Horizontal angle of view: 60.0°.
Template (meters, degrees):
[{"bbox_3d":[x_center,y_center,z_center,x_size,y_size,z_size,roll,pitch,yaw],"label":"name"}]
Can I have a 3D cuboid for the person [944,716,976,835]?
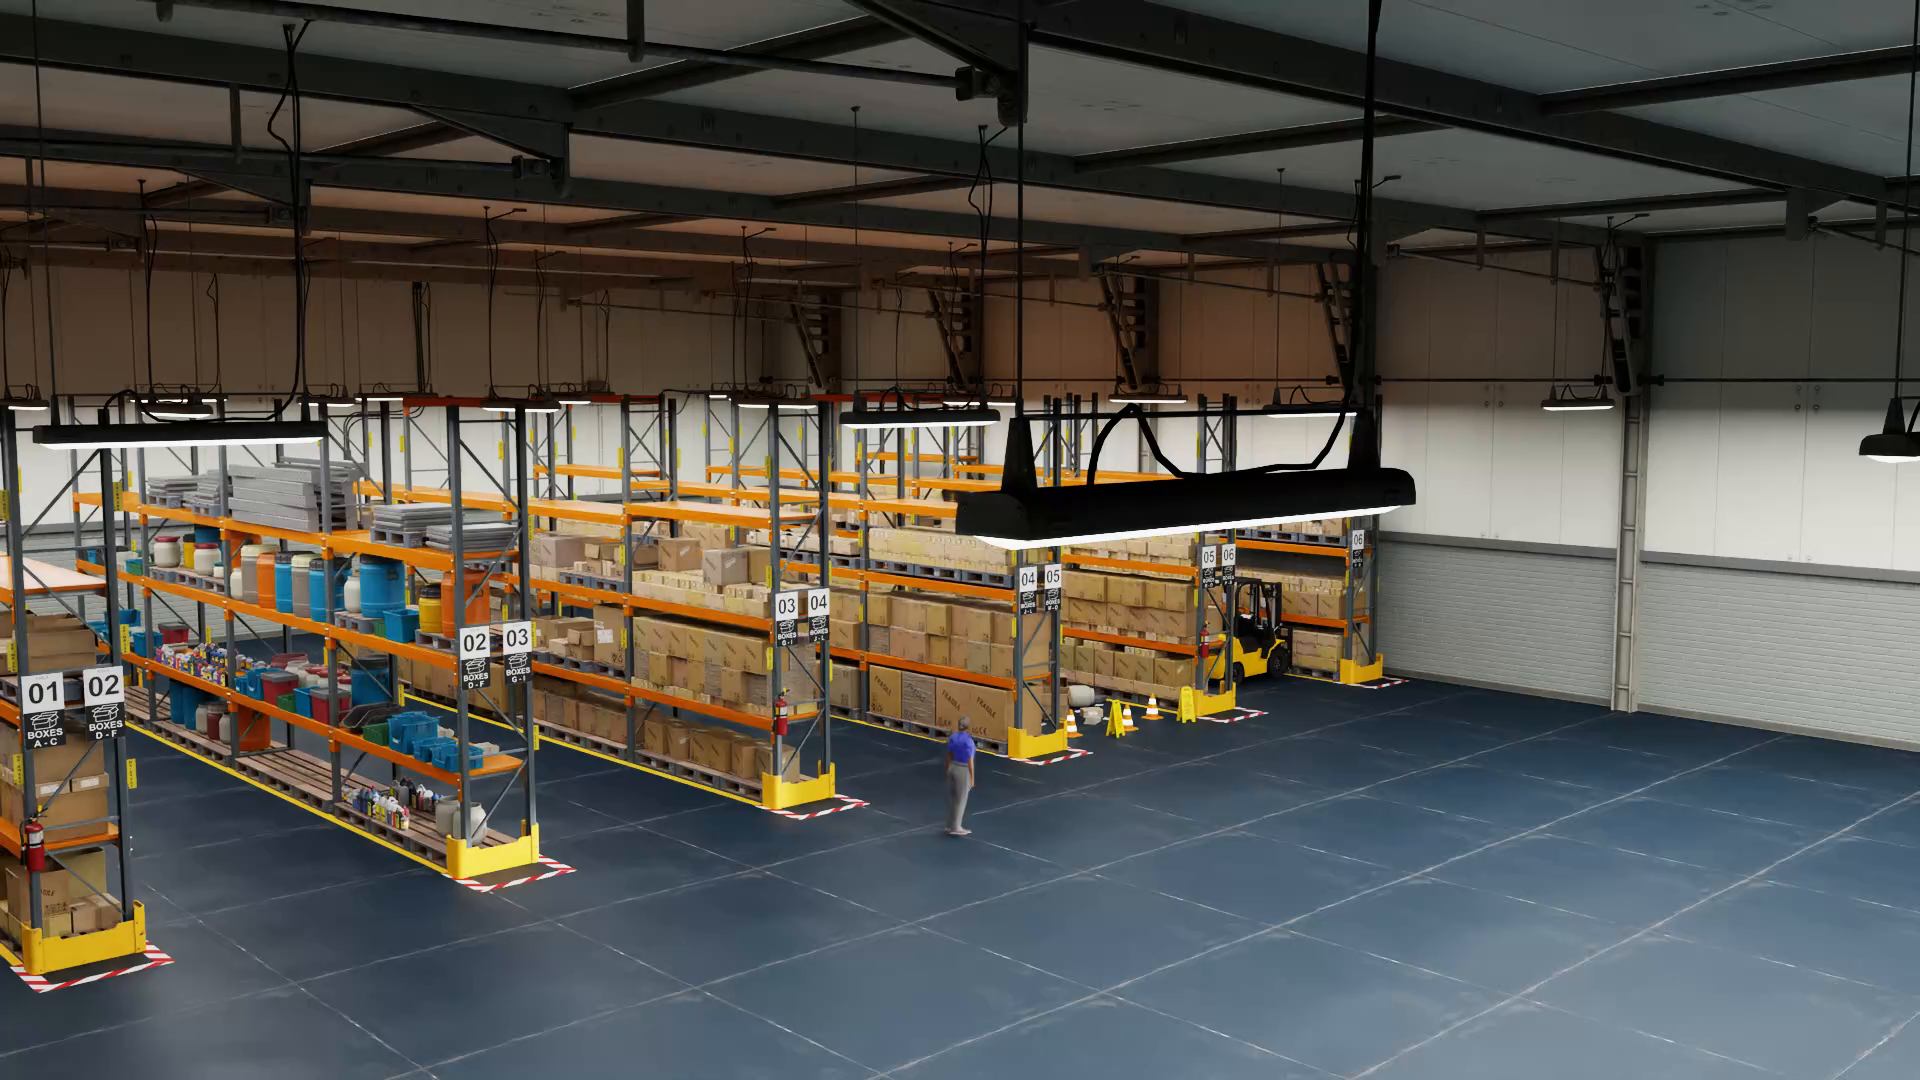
[{"bbox_3d":[0.006,3.274,23.181,0.368,1.658,0.549,-4,7,-34],"label":"person"}]

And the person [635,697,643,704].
[{"bbox_3d":[-6.072,2.455,31.466,0.360,1.678,0.491,-1,6,-7],"label":"person"}]

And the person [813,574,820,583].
[{"bbox_3d":[-3.124,1.554,37.081,0.557,1.816,0.393,3,6,28],"label":"person"}]
